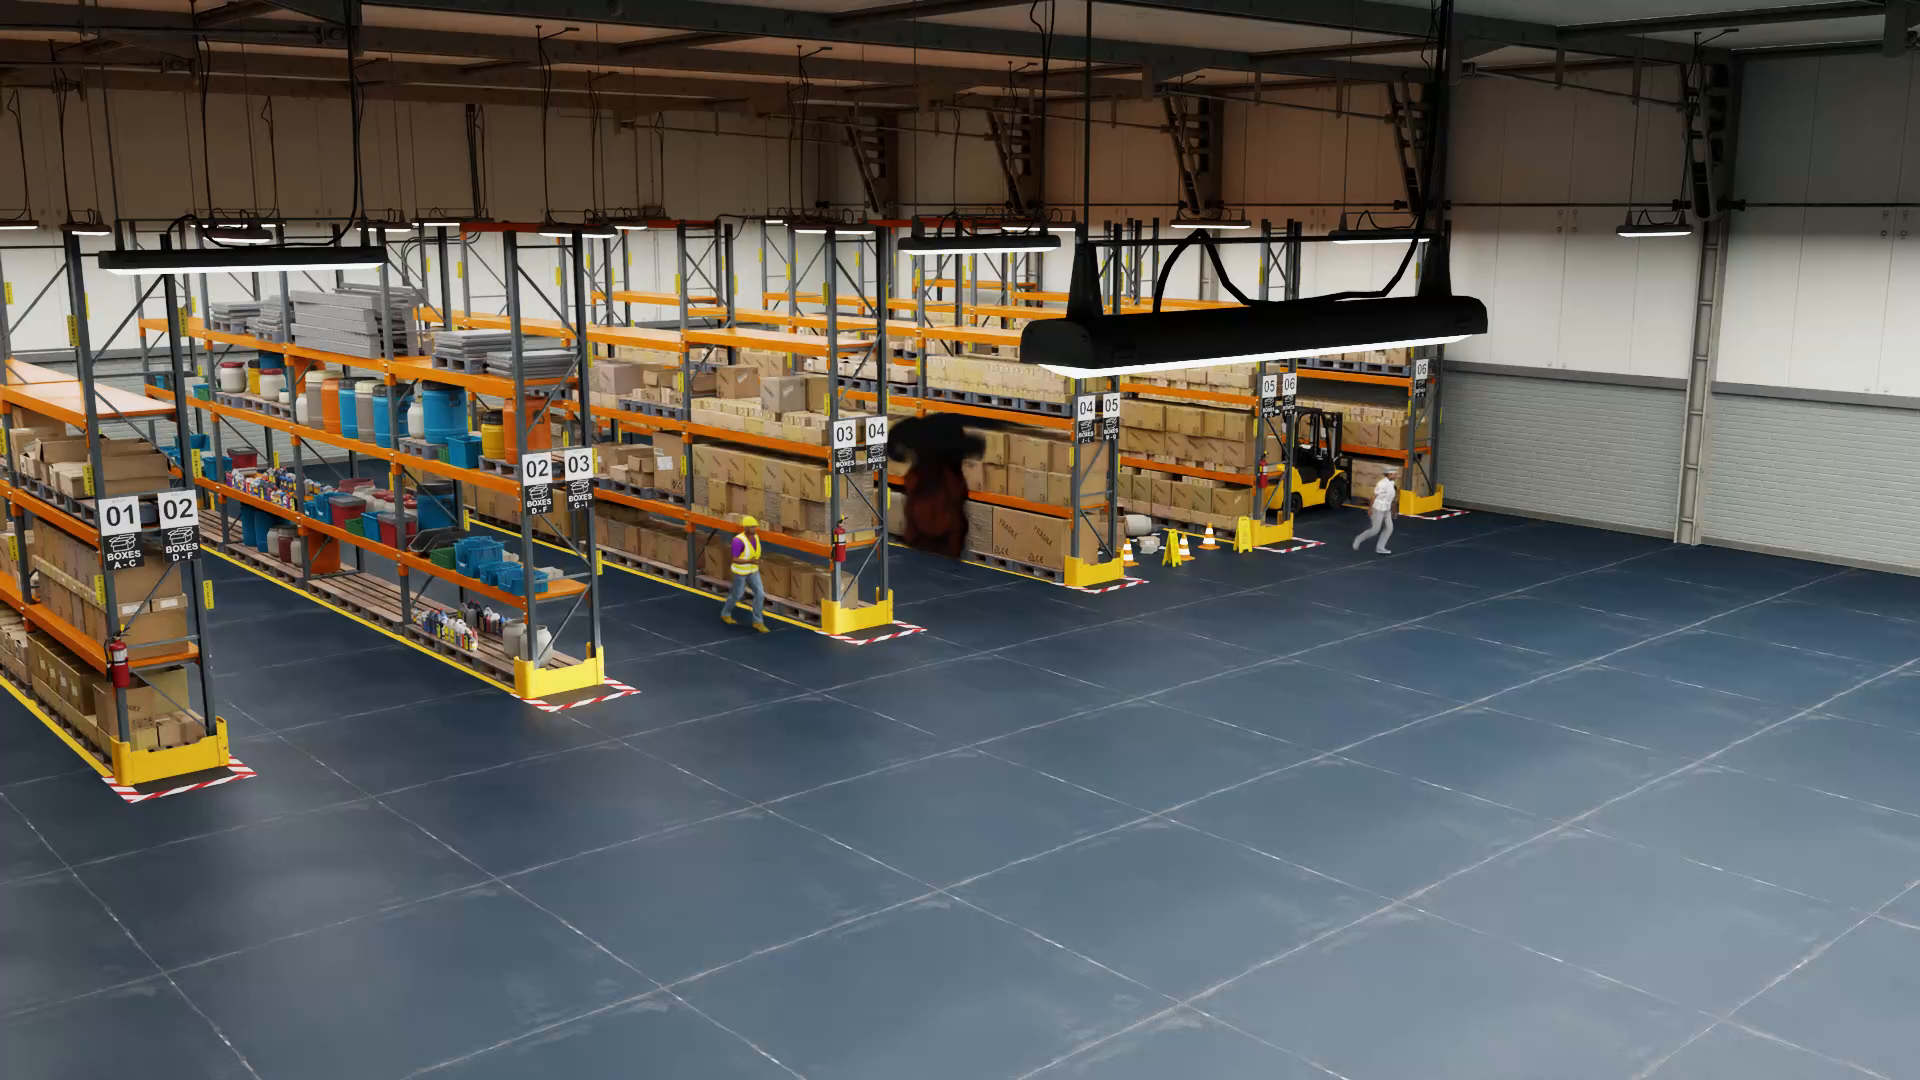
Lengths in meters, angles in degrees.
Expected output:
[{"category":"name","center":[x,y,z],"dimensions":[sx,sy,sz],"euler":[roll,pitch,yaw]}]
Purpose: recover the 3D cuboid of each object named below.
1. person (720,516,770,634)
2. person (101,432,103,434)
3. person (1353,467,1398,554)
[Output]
[{"category":"person","center":[-3.247,0.497,24.955],"dimensions":[0.938,1.770,0.609],"euler":[10,15,42]},{"category":"person","center":[-18.195,-1.490,35.076],"dimensions":[0.861,1.609,0.536],"euler":[-6,13,-29]},{"category":"person","center":[7.659,-0.568,30.588],"dimensions":[0.680,1.614,0.641],"euler":[9,15,39]}]
